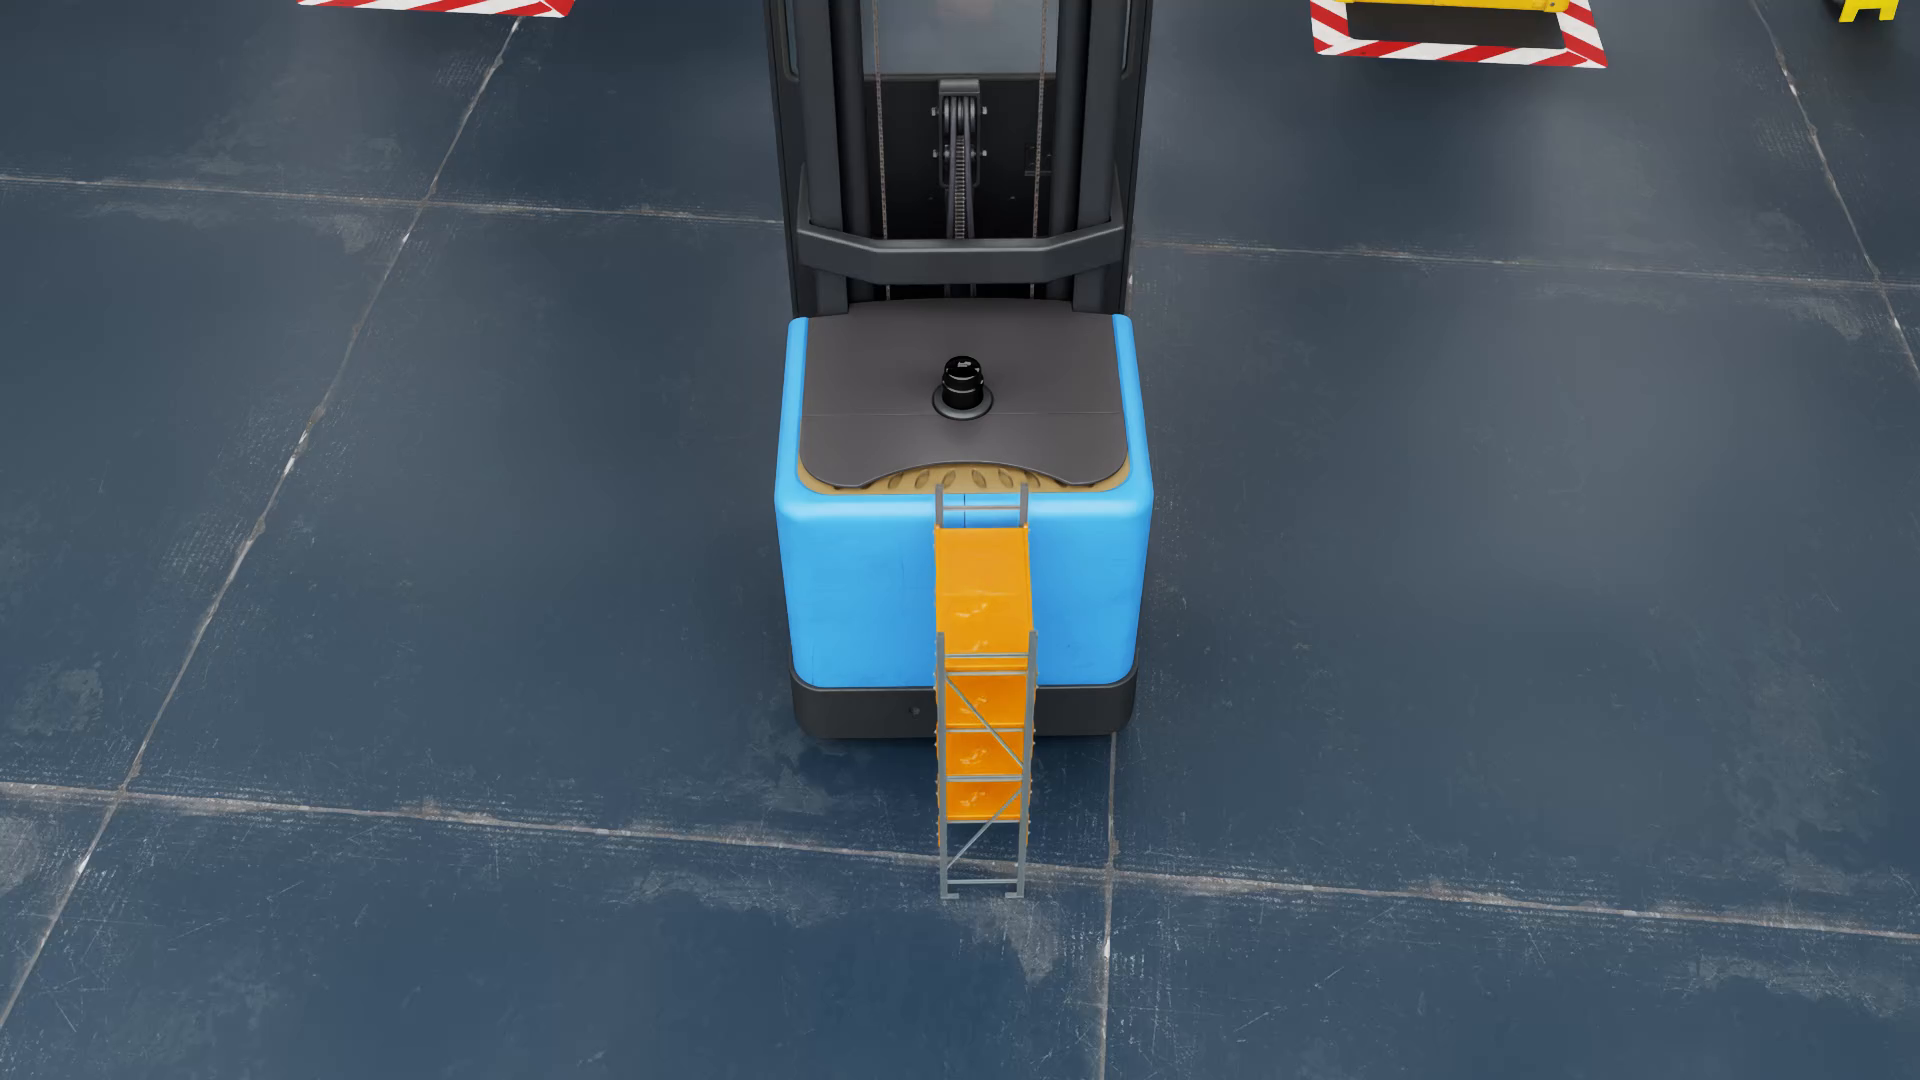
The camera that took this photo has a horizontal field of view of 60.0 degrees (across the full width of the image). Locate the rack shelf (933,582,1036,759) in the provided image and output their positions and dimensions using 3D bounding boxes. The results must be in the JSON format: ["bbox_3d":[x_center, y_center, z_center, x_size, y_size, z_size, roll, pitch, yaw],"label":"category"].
[{"bbox_3d":[0.060,0.340,4.414,0.258,0.148,0.480,-1,48,-1],"label":"rack shelf"}]

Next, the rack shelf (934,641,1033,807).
[{"bbox_3d":[0.060,0.491,4.579,0.258,0.148,0.480,-1,48,-1],"label":"rack shelf"}]

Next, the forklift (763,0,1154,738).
[{"bbox_3d":[-0.009,-1.454,5.094,1.130,2.935,3.031,-1,48,-1],"label":"forklift"}]

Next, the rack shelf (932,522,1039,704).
[{"bbox_3d":[0.060,0.180,4.240,0.258,0.148,0.480,-1,48,-1],"label":"rack shelf"}]

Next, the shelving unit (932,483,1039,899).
[{"bbox_3d":[0.060,0.445,4.530,0.258,1.200,0.503,-1,48,-1],"label":"shelving unit"}]

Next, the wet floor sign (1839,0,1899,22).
[{"bbox_3d":[4.375,-2.812,7.885,0.267,0.644,0.232,-4,48,-3],"label":"wet floor sign"}]

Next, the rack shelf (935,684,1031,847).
[{"bbox_3d":[0.060,0.625,4.726,0.258,0.148,0.480,-1,48,-1],"label":"rack shelf"}]

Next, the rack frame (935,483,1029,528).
[{"bbox_3d":[0.056,0.265,4.694,0.240,1.200,0.015,-1,48,-1],"label":"rack frame"}]

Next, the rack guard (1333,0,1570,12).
[{"bbox_3d":[2.404,-2.900,8.064,1.175,0.500,0.348,4,48,4],"label":"rack guard"}]

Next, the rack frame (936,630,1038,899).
[{"bbox_3d":[0.064,0.625,4.365,0.240,1.200,0.015,-1,48,-1],"label":"rack frame"}]
